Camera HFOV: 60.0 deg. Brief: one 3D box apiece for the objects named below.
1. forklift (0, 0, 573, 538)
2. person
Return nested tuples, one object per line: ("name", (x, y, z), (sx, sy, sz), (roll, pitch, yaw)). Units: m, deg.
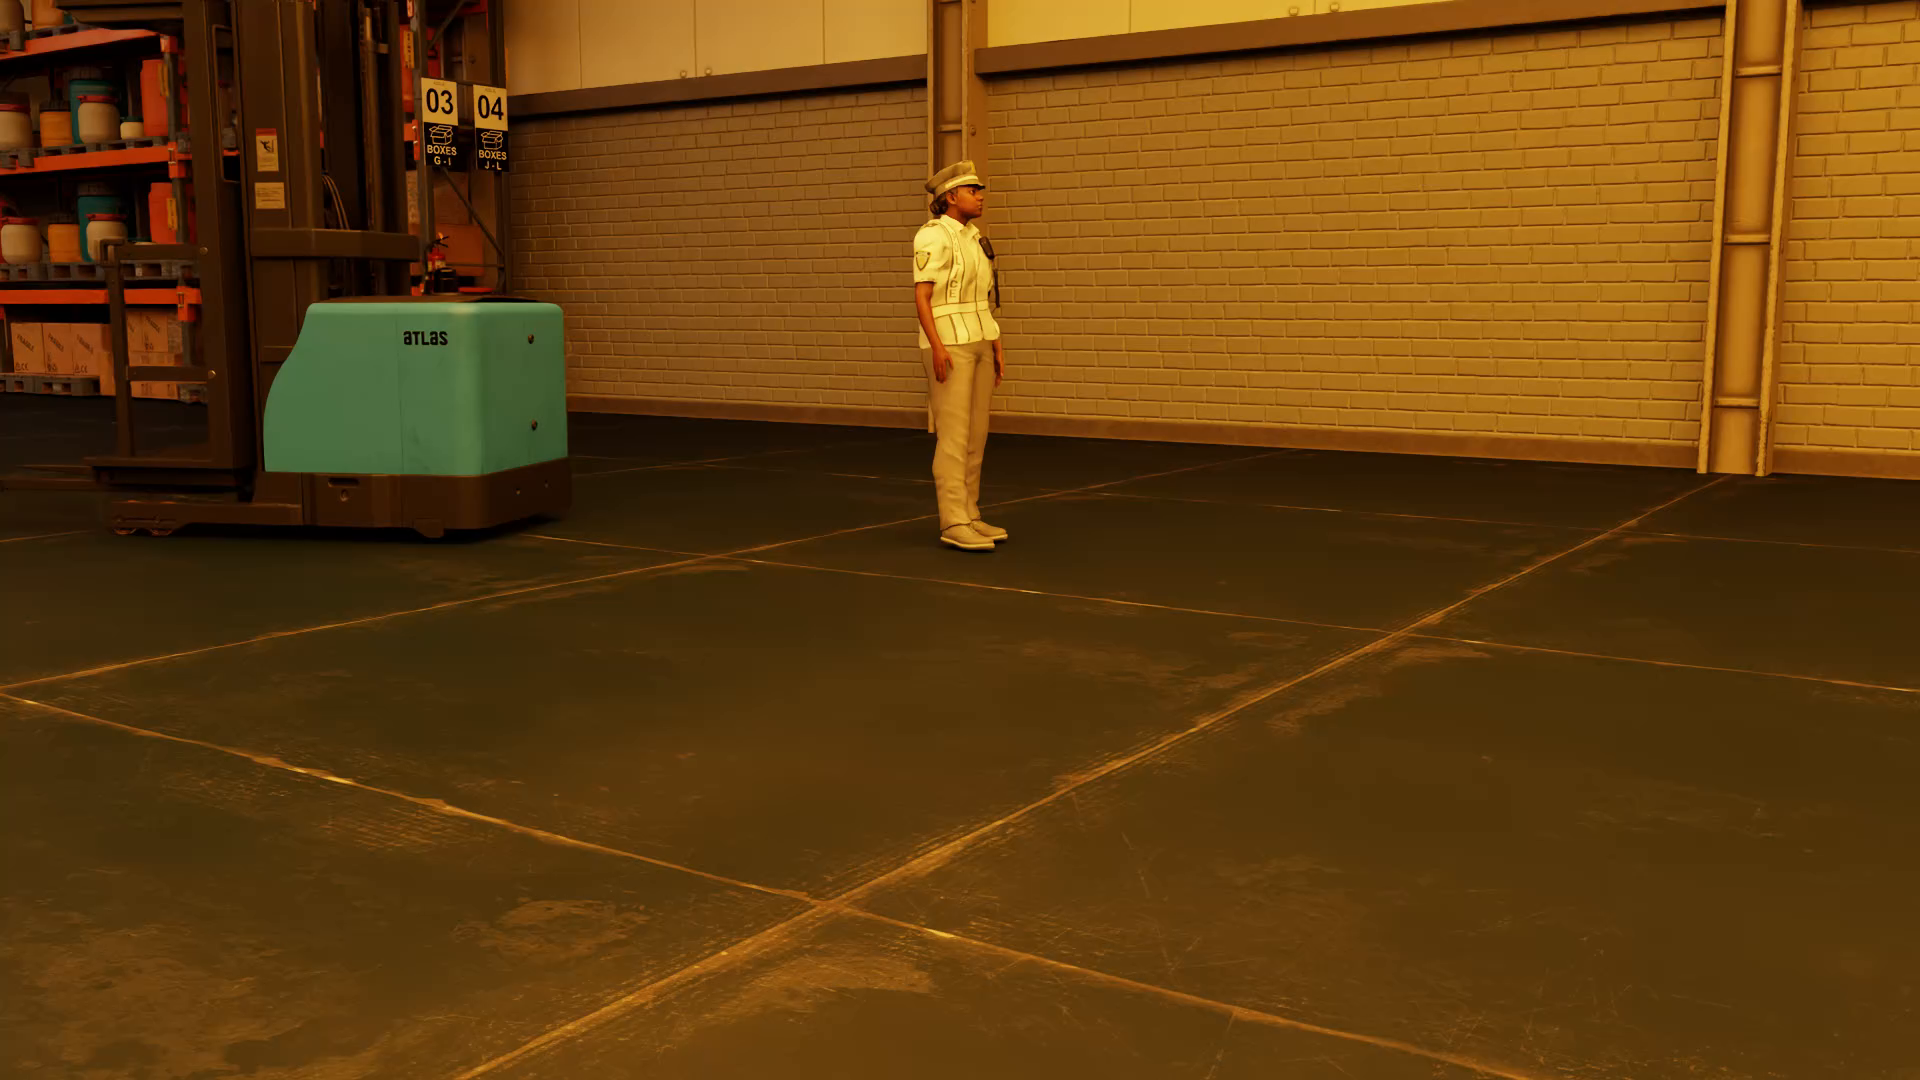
("forklift", (-3.514, -1.538, 8.009), (3.031, 2.935, 1.130), (2, 8, 11))
("person", (0.052, -0.837, 7.426), (0.528, 1.694, 0.570), (5, 10, 34))
